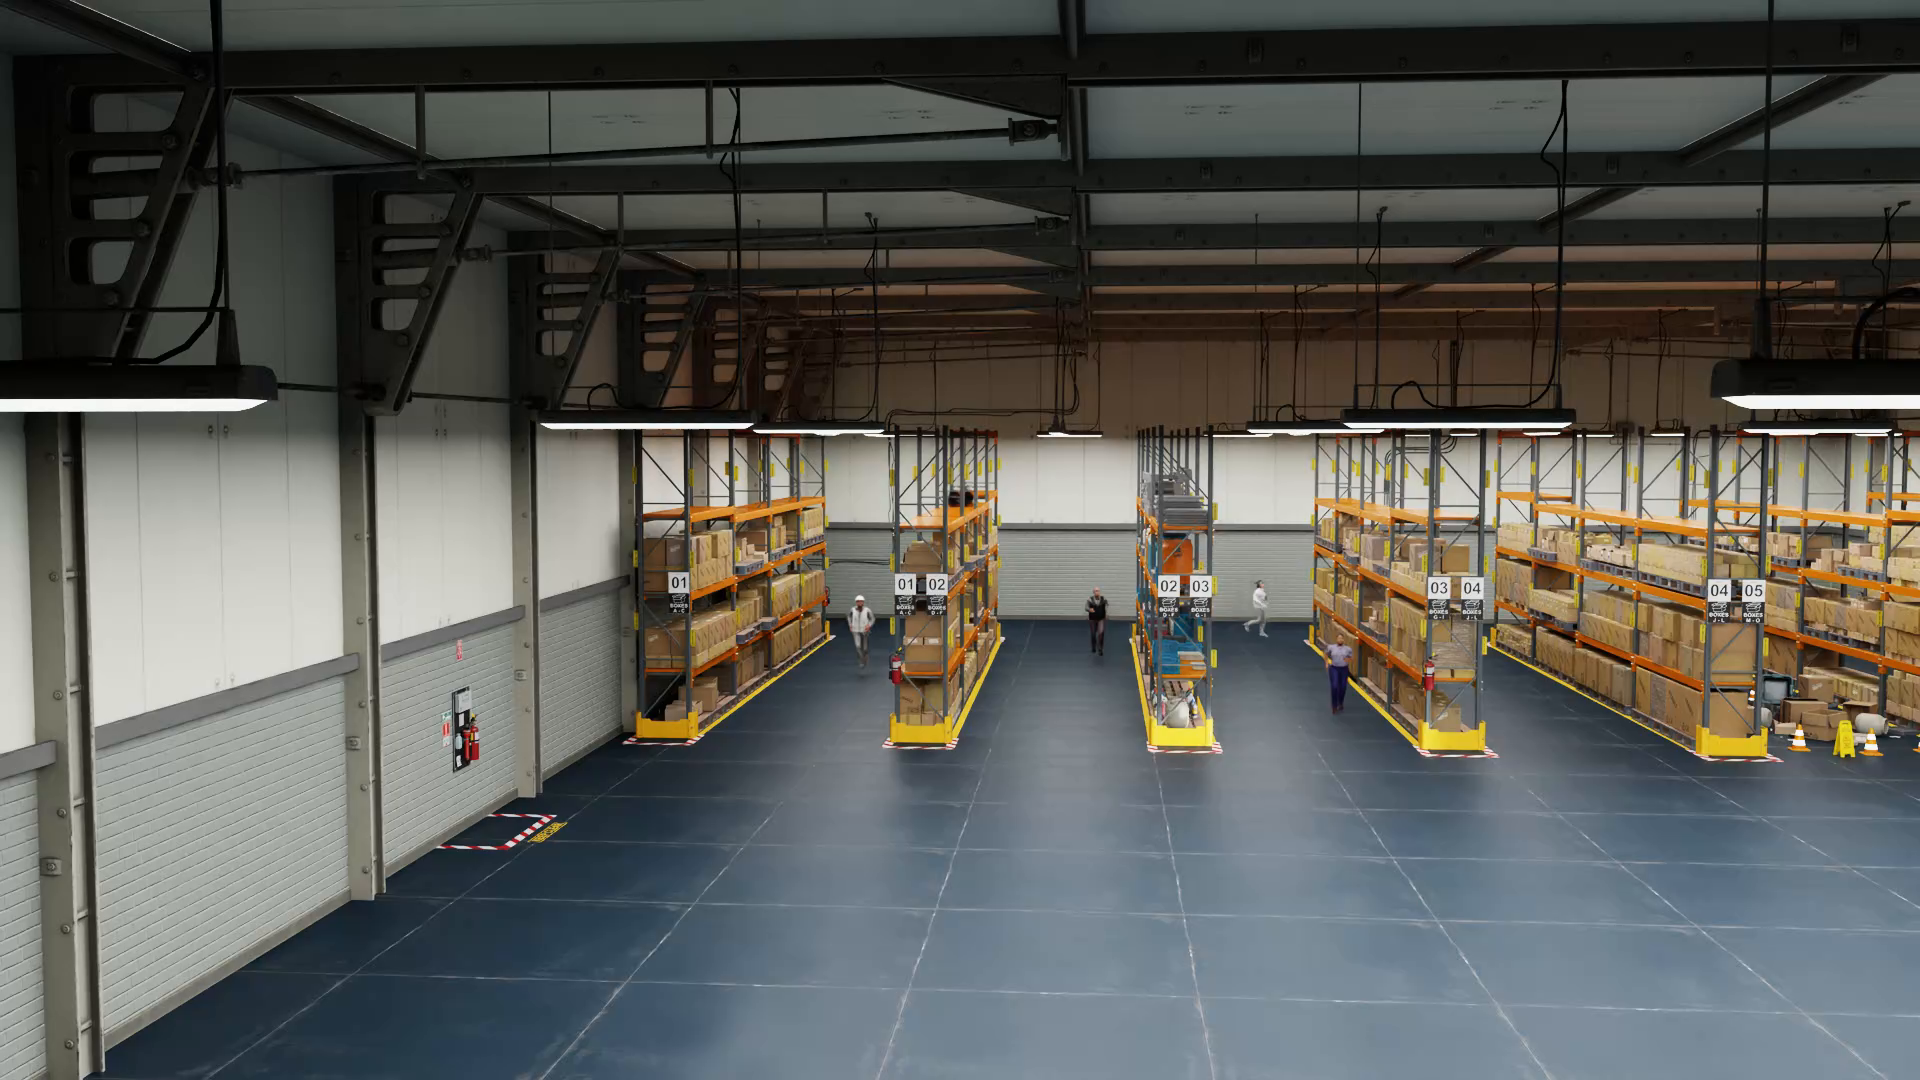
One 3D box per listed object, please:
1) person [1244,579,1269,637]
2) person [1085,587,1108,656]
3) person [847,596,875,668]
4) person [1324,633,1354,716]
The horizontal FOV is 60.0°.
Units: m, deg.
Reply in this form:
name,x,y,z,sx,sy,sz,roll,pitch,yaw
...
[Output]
name,x,y,z,sx,sy,sz,roll,pitch,yaw
person,8.712,1.979,48.667,0.706,1.687,0.623,2,4,27
person,3.512,2.066,42.788,0.610,1.726,0.877,0,3,5
person,-2.389,2.186,40.035,0.684,1.720,0.803,0,3,3
person,7.959,2.805,34.910,0.582,1.709,0.767,0,3,2
